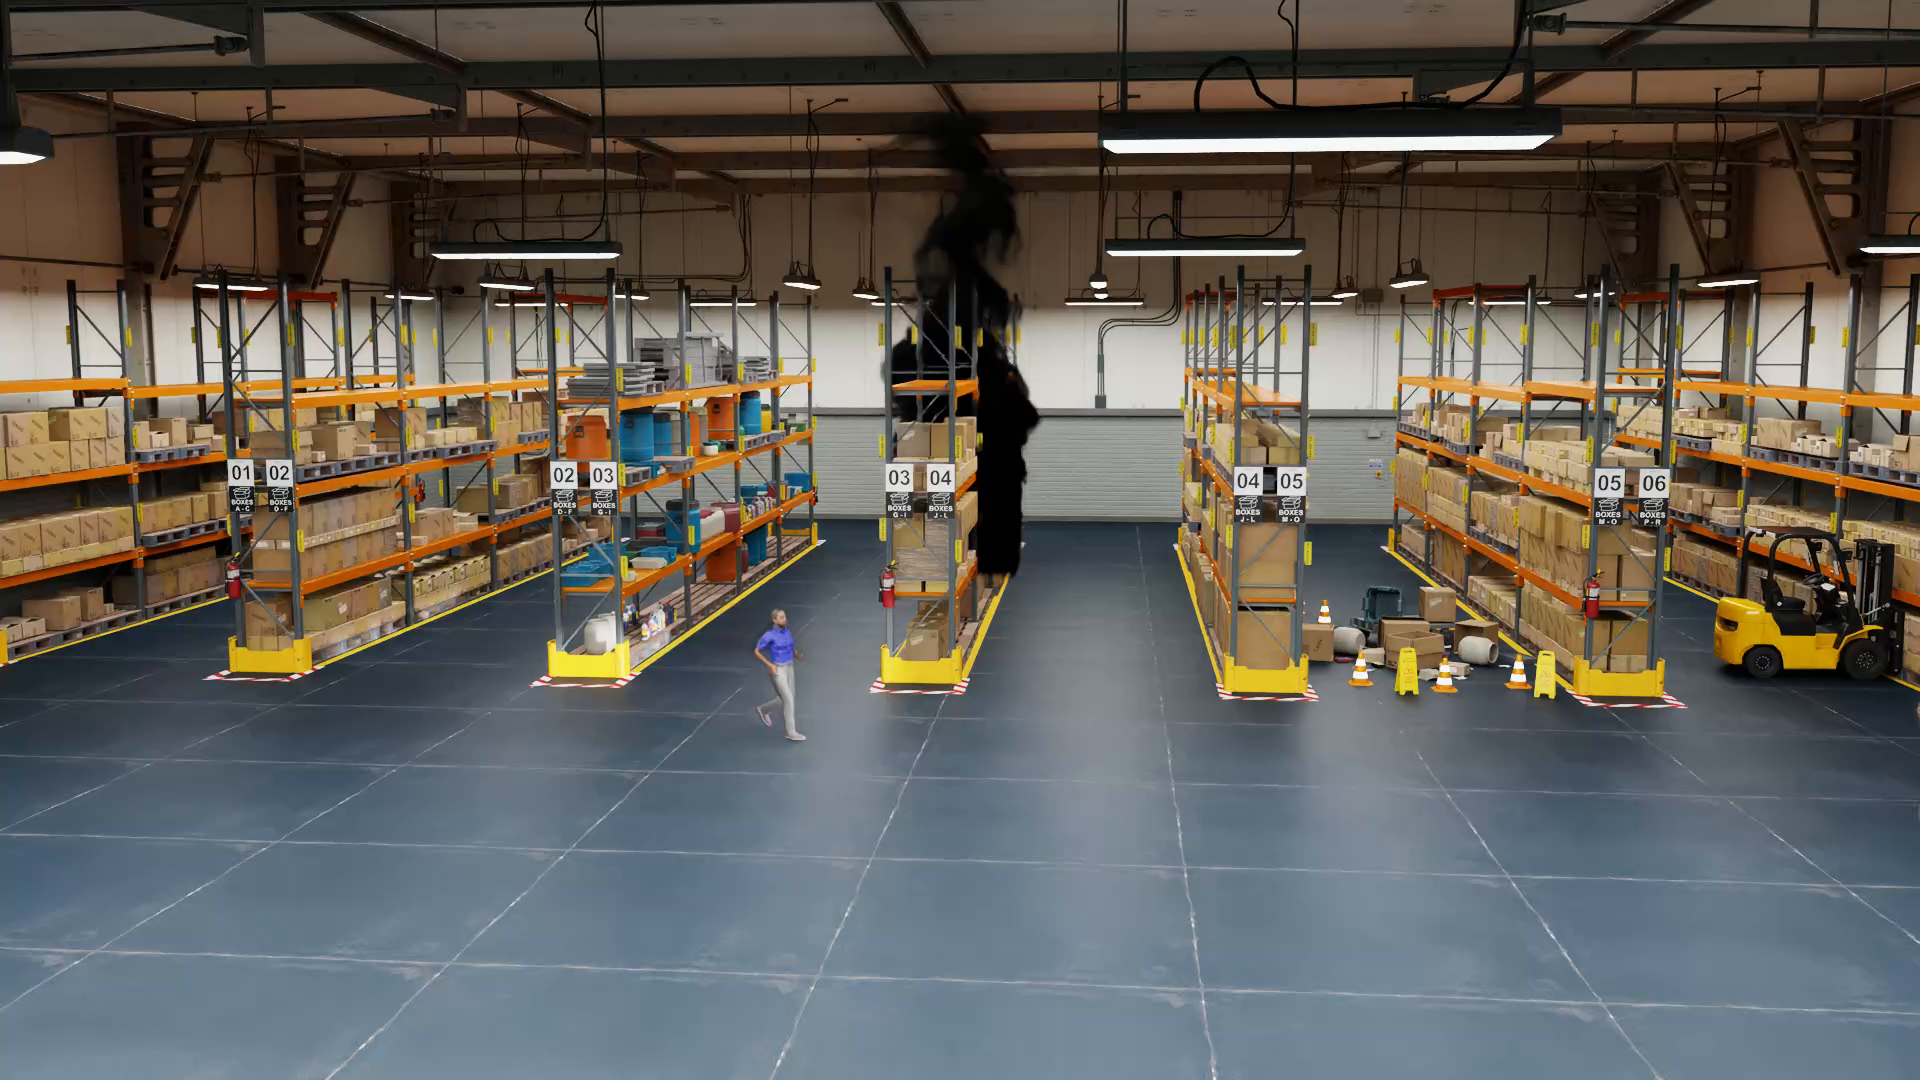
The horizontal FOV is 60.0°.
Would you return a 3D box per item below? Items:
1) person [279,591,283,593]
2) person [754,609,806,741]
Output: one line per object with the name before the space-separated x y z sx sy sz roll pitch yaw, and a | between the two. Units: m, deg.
person | -12.036 0.593 29.817 0.607 1.648 0.841 0 7 -2
person | -2.273 1.668 20.853 0.834 1.623 0.588 5 8 33
